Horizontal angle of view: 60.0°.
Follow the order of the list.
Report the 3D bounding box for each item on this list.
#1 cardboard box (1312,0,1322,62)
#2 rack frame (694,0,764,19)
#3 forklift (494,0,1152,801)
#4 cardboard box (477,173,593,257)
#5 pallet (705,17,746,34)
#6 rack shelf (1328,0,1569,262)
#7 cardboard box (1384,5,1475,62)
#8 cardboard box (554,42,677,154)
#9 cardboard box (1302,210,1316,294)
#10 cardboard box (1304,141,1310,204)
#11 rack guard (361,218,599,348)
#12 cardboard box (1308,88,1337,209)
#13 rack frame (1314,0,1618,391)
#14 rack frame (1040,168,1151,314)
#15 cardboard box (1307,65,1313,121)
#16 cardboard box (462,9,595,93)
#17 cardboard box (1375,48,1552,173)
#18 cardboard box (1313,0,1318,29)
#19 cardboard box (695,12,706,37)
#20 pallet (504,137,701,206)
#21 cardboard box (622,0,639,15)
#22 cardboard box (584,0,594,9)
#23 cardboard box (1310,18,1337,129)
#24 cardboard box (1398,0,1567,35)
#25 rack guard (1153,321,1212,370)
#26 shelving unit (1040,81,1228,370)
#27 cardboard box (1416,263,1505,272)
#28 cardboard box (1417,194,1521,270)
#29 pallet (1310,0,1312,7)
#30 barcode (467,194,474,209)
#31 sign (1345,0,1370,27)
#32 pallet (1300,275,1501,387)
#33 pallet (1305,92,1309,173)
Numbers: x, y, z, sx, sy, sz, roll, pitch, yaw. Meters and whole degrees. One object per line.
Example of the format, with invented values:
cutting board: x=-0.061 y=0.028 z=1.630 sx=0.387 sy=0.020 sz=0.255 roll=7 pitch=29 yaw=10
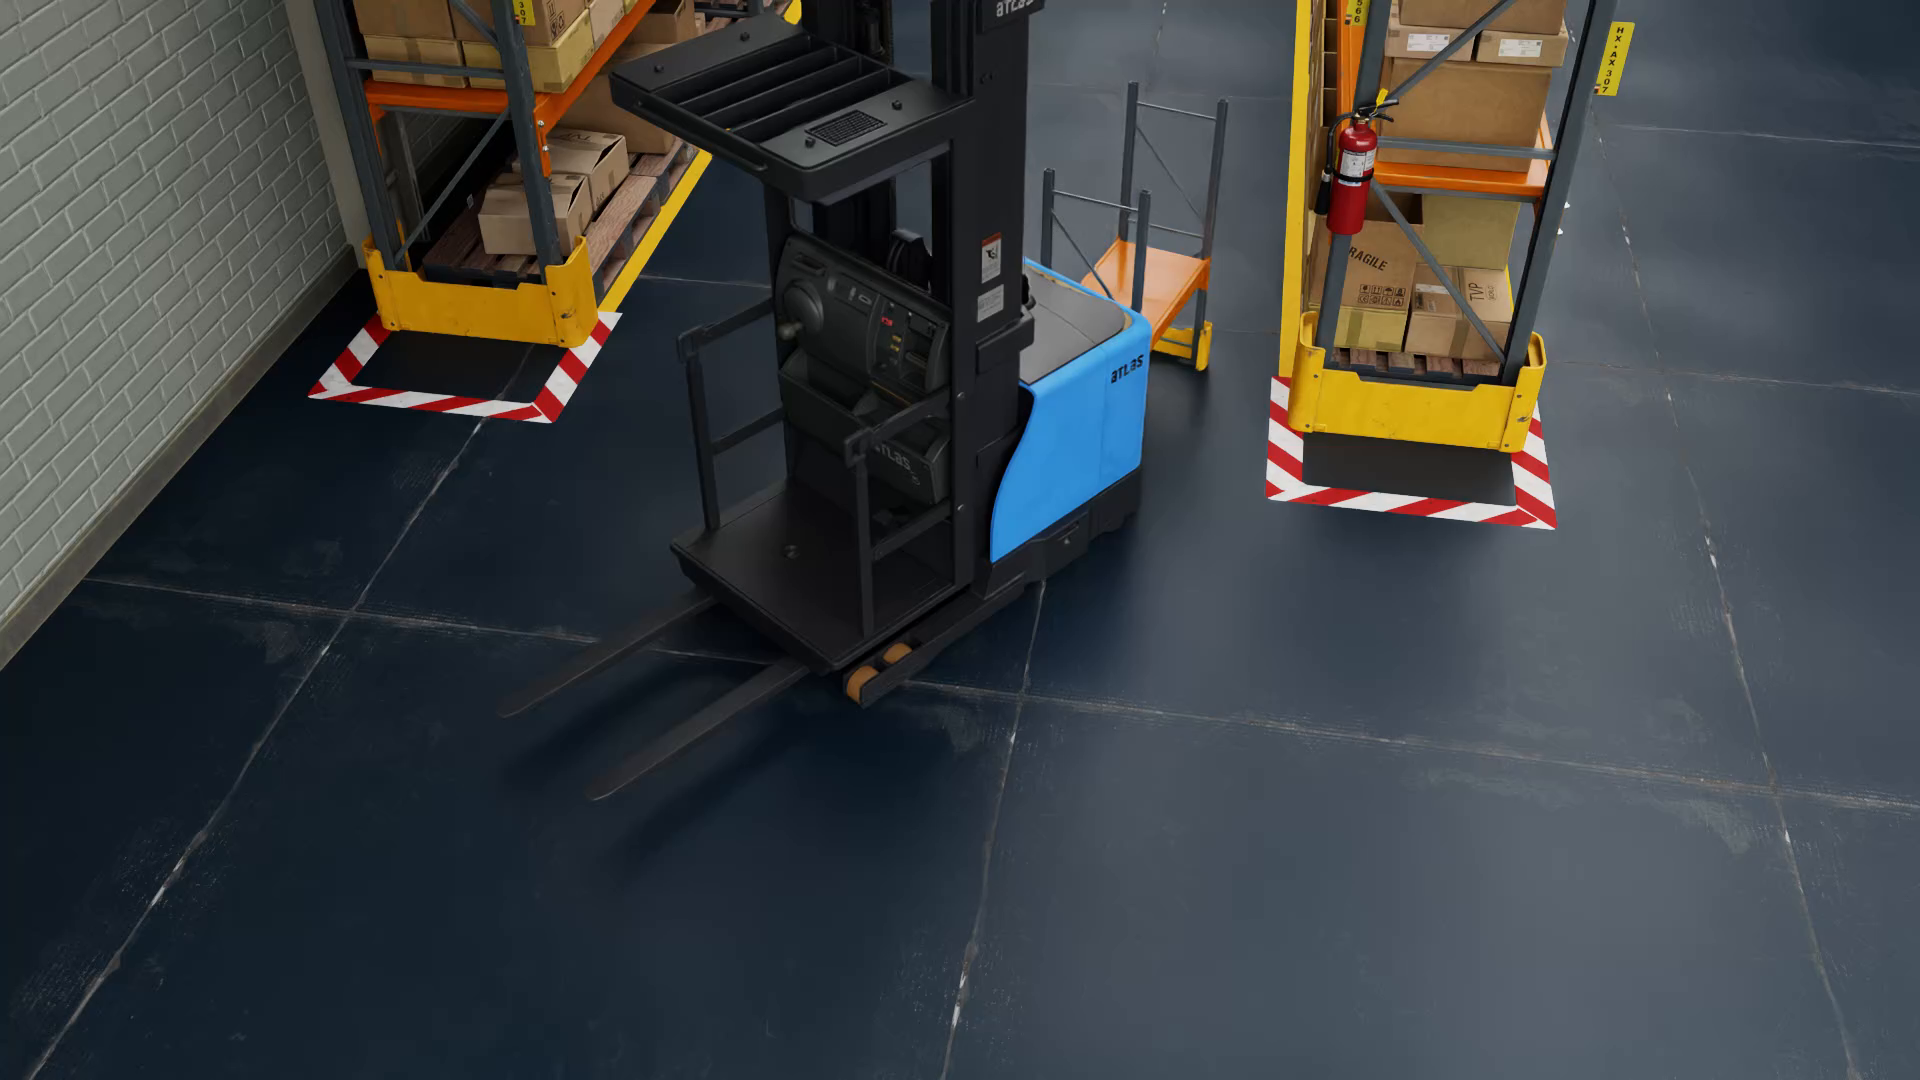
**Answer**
cardboard box: x=2.571 y=-3.416 z=10.768 sx=0.500 sy=0.500 sz=0.500 roll=6 pitch=40 yaw=8
rack frame: x=-1.920 y=-4.826 z=11.233 sx=1.000 sy=3.000 sz=0.127 roll=6 pitch=40 yaw=8
forklift: x=-0.543 y=-0.814 z=6.434 sx=1.130 sy=2.935 sz=3.031 roll=32 pitch=49 yaw=33
cardboard box: x=-2.404 y=-1.873 z=9.426 sx=0.500 sy=0.311 sz=0.500 roll=2 pitch=40 yaw=3
pallet: x=-2.002 y=-3.326 z=11.607 sx=1.003 sy=0.211 sz=1.213 roll=6 pitch=40 yaw=8
rack shelf: x=2.613 y=-2.749 z=9.286 sx=1.077 sy=0.370 sz=4.000 roll=6 pitch=40 yaw=8
cardboard box: x=2.145 y=-2.321 z=7.615 sx=0.380 sy=0.149 sz=0.250 roll=6 pitch=40 yaw=7
cardboard box: x=-2.129 y=-2.758 z=10.349 sx=0.700 sy=0.500 sz=0.500 roll=4 pitch=40 yaw=5
cardboard box: x=2.143 y=-1.558 z=9.108 sx=0.500 sy=0.250 sz=0.500 roll=6 pitch=40 yaw=8
cardboard box: x=2.316 y=-2.185 z=9.868 sx=0.500 sy=0.250 sz=0.500 roll=6 pitch=40 yaw=8
rack guard: x=-2.600 y=-1.400 z=9.050 sx=1.175 sy=0.500 sz=0.348 roll=6 pitch=40 yaw=8
cardboard box: x=2.225 y=-2.161 z=9.250 sx=0.500 sy=0.500 sz=0.500 roll=6 pitch=40 yaw=8
rack frame: x=2.267 y=-1.771 z=7.538 sx=1.000 sy=3.000 sz=0.127 roll=6 pitch=40 yaw=8
rack frame: x=0.602 y=-1.001 z=7.784 sx=0.500 sy=1.500 sz=0.032 roll=17 pitch=43 yaw=20
cardboard box: x=2.489 y=-2.813 z=10.627 sx=0.500 sy=0.250 sz=0.500 roll=6 pitch=40 yaw=8
cardboard box: x=-2.215 y=-2.536 z=8.566 sx=0.500 sy=0.250 sz=0.500 roll=5 pitch=40 yaw=6
cardboard box: x=2.360 y=-2.102 z=7.859 sx=0.700 sy=0.500 sz=0.500 roll=6 pitch=40 yaw=8
cardboard box: x=2.745 y=-3.676 z=11.671 sx=0.500 sy=0.250 sz=0.500 roll=6 pitch=40 yaw=7
cardboard box: x=-1.983 y=-3.564 z=11.585 sx=0.380 sy=0.166 sz=0.250 roll=2 pitch=40 yaw=2
pallet: x=-2.211 y=-2.558 z=10.678 sx=1.003 sy=0.211 sz=1.213 roll=6 pitch=40 yaw=8
cardboard box: x=-2.046 y=-3.183 z=9.348 sx=0.500 sy=0.250 sz=0.500 roll=6 pitch=40 yaw=7
cardboard box: x=-2.139 y=-3.130 z=8.695 sx=0.500 sy=0.500 sz=0.500 roll=7 pitch=40 yaw=8
cardboard box: x=2.398 y=-2.789 z=10.009 sx=0.500 sy=0.500 sz=0.500 roll=6 pitch=40 yaw=8
cardboard box: x=2.369 y=-2.635 z=7.486 sx=0.700 sy=0.500 sz=0.500 roll=7 pitch=40 yaw=8
rack guard: x=1.050 y=-1.100 z=8.885 sx=0.587 sy=0.250 sz=0.087 roll=17 pitch=43 yaw=20
shelving unit: x=0.830 y=-1.297 z=8.142 sx=0.587 sy=1.500 sz=1.083 roll=17 pitch=43 yaw=20
cardboard box: x=2.662 y=-1.500 z=9.038 sx=0.500 sy=0.250 sz=0.500 roll=6 pitch=40 yaw=8
cardboard box: x=2.663 y=-1.789 z=8.799 sx=0.500 sy=0.500 sz=0.500 roll=6 pitch=40 yaw=8
pallet: x=3.257 y=-4.442 z=12.957 sx=1.003 sy=0.211 sz=1.213 roll=6 pitch=40 yaw=8
barcode: x=-2.795 y=-1.932 z=9.490 sx=0.001 sy=0.075 sz=0.075 roll=6 pitch=40 yaw=8
sign: x=1.735 y=-2.377 z=7.177 sx=0.100 sy=0.325 sz=0.005 roll=6 pitch=40 yaw=8
pallet: x=2.358 y=-1.181 z=9.013 sx=1.003 sy=0.211 sz=1.213 roll=6 pitch=40 yaw=8
pallet: x=2.780 y=-2.713 z=10.865 sx=1.003 sy=0.211 sz=1.213 roll=6 pitch=40 yaw=8
